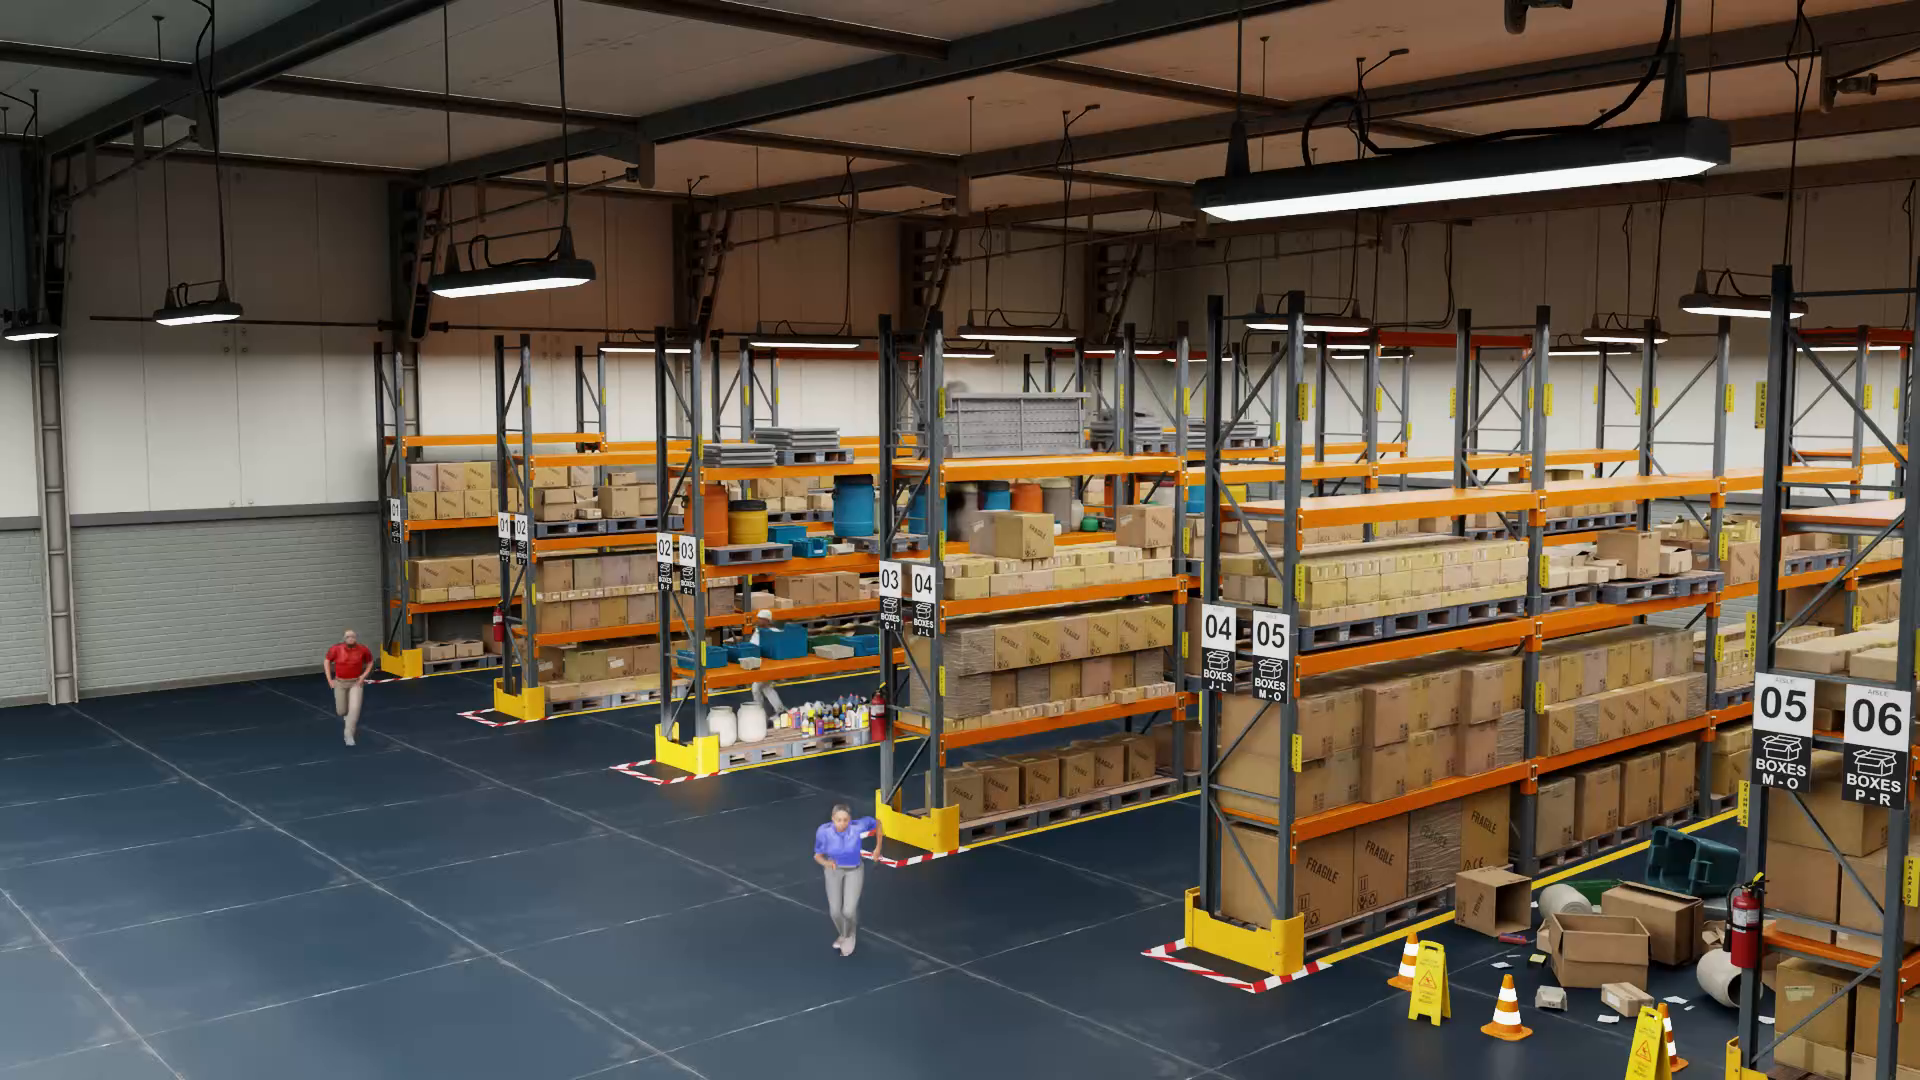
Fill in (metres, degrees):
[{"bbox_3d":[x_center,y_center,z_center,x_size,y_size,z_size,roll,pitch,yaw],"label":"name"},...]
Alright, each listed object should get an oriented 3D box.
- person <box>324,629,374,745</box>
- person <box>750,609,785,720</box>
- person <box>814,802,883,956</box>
[{"bbox_3d":[-8.965,2.132,24.436,0.683,1.709,0.789,-2,5,-18],"label":"person"},{"bbox_3d":[-2.979,1.963,25.403,0.801,1.819,0.695,-4,6,-36],"label":"person"},{"bbox_3d":[-1.004,3.076,15.024,0.607,1.432,0.910,0,5,0],"label":"person"}]
